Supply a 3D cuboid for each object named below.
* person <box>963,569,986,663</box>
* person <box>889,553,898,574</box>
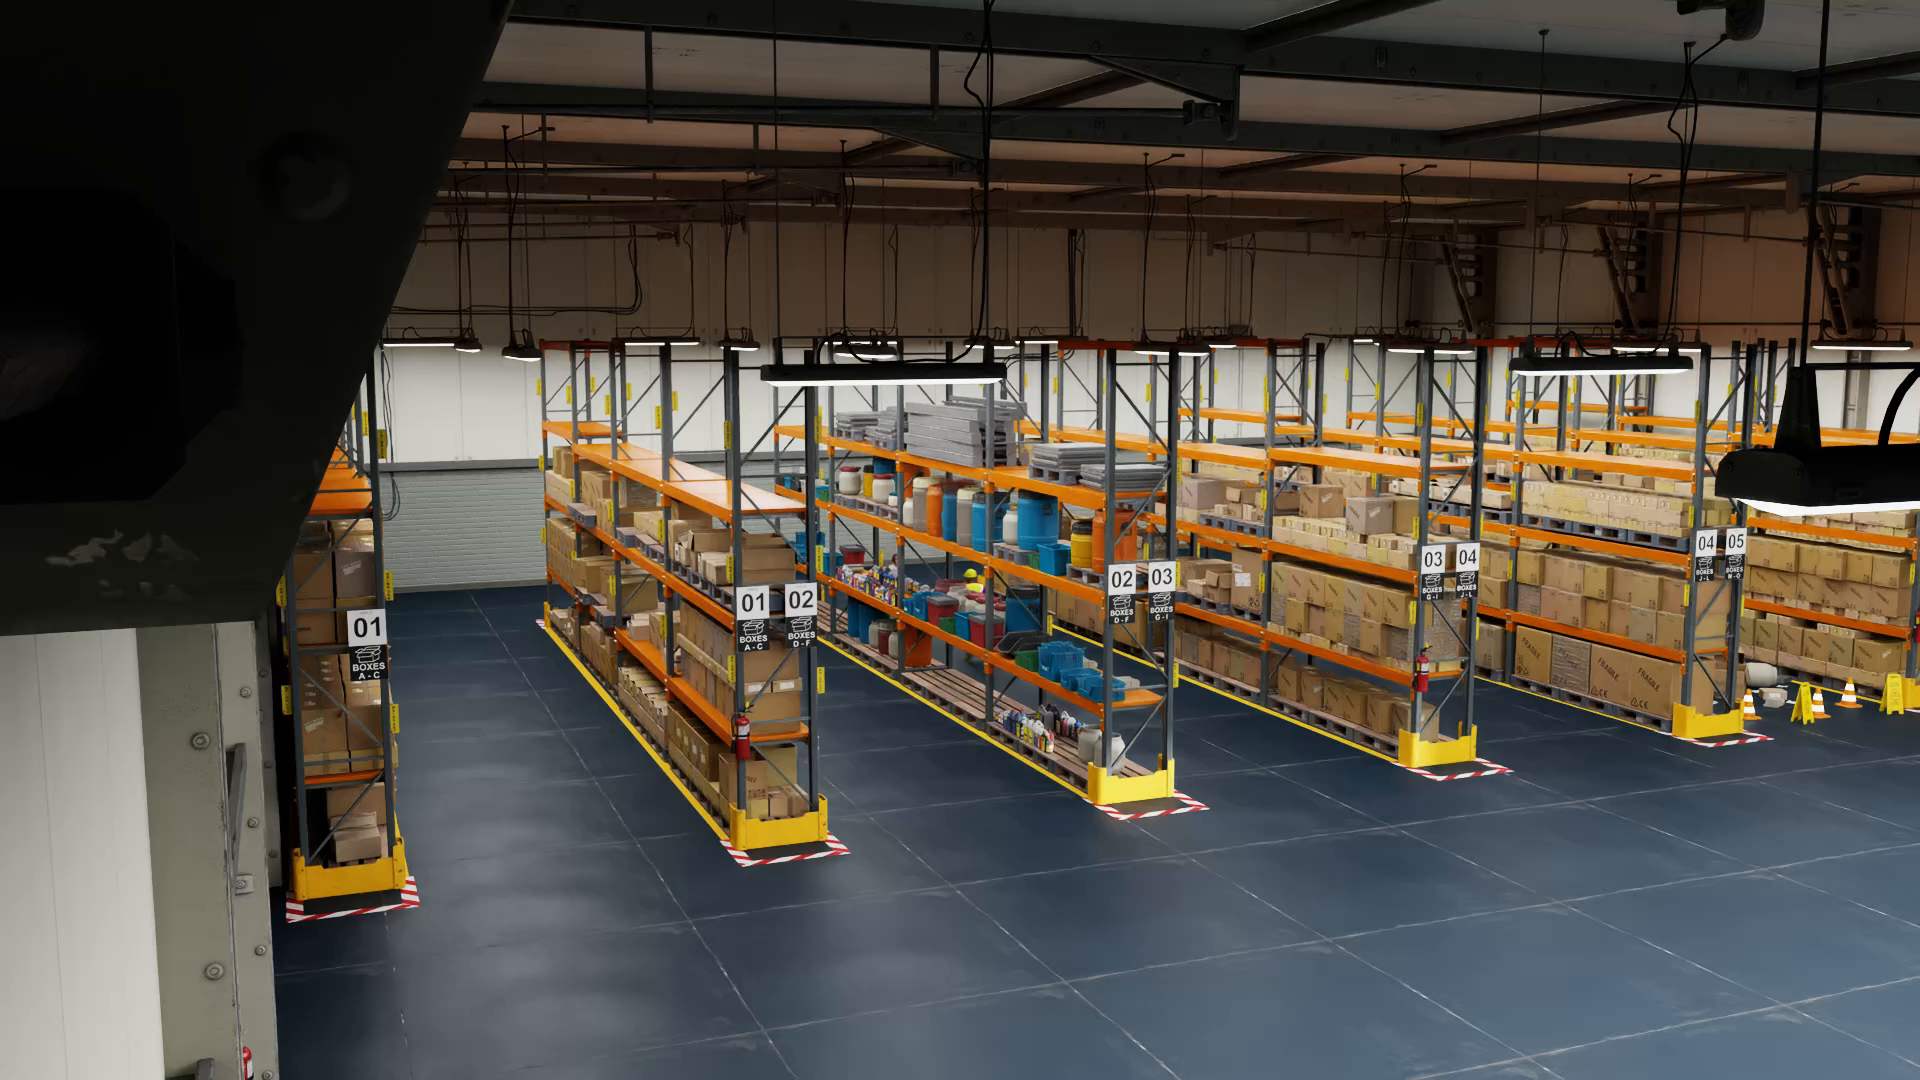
[{"bbox_3d":[0.246,1.421,31.058,0.609,1.766,0.602,-2,8,-18],"label":"person"},{"bbox_3d":[-1.341,1.034,34.732,1.003,1.536,0.415,6,10,40],"label":"person"}]
